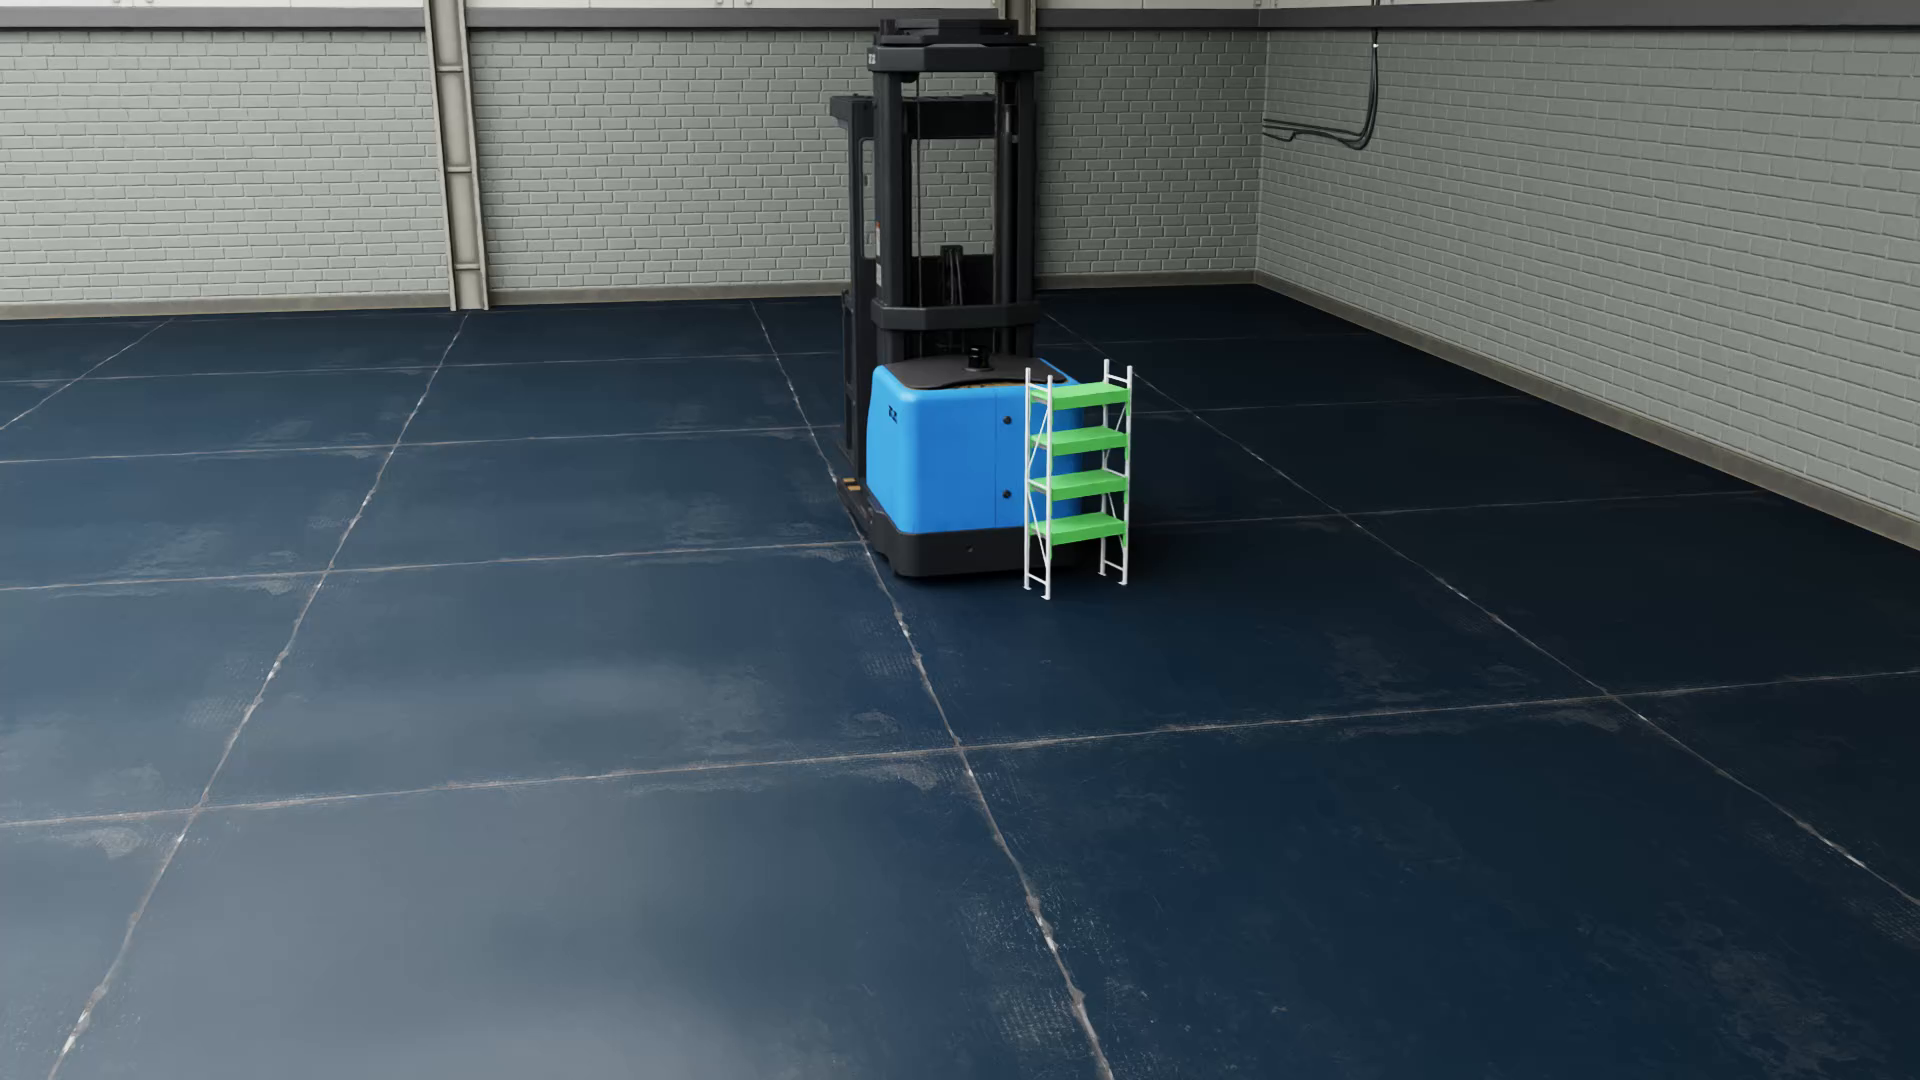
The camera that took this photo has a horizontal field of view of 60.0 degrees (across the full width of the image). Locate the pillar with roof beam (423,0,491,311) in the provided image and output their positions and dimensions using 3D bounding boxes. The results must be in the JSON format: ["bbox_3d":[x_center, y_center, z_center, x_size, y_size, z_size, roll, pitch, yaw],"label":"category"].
[{"bbox_3d":[-4.471,-5.572,12.626,0.400,9.000,9.100,-3,17,-10],"label":"pillar with roof beam"}]

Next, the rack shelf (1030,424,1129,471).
[{"bbox_3d":[0.622,-0.491,8.763,0.480,0.148,0.258,-9,19,-27],"label":"rack shelf"}]

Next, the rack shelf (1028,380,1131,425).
[{"bbox_3d":[0.621,-0.722,8.695,0.480,0.148,0.258,-9,19,-27],"label":"rack shelf"}]

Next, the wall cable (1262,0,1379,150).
[{"bbox_3d":[3.747,-5.446,17.504,0.112,2.526,3.097,-3,17,-10],"label":"wall cable"}]

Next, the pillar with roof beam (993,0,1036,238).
[{"bbox_3d":[1.420,-5.906,13.714,0.400,9.000,9.100,-3,17,-10],"label":"pillar with roof beam"}]

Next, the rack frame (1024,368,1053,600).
[{"bbox_3d":[0.409,-0.288,8.701,0.015,1.200,0.240,-9,19,-27],"label":"rack frame"}]

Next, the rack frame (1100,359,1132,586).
[{"bbox_3d":[0.837,-0.357,8.925,0.015,1.200,0.240,-9,19,-27],"label":"rack frame"}]

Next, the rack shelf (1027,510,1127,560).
[{"bbox_3d":[0.625,-0.031,8.900,0.480,0.148,0.258,-9,19,-27],"label":"rack shelf"}]

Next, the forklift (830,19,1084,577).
[{"bbox_3d":[-0.158,-1.595,10.013,1.130,2.935,3.031,-4,18,-13],"label":"forklift"}]

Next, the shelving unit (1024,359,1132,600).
[{"bbox_3d":[0.623,-0.323,8.813,0.503,1.200,0.258,-9,19,-27],"label":"shelving unit"}]

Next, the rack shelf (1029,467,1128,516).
[{"bbox_3d":[0.623,-0.261,8.832,0.480,0.148,0.258,-9,19,-27],"label":"rack shelf"}]
